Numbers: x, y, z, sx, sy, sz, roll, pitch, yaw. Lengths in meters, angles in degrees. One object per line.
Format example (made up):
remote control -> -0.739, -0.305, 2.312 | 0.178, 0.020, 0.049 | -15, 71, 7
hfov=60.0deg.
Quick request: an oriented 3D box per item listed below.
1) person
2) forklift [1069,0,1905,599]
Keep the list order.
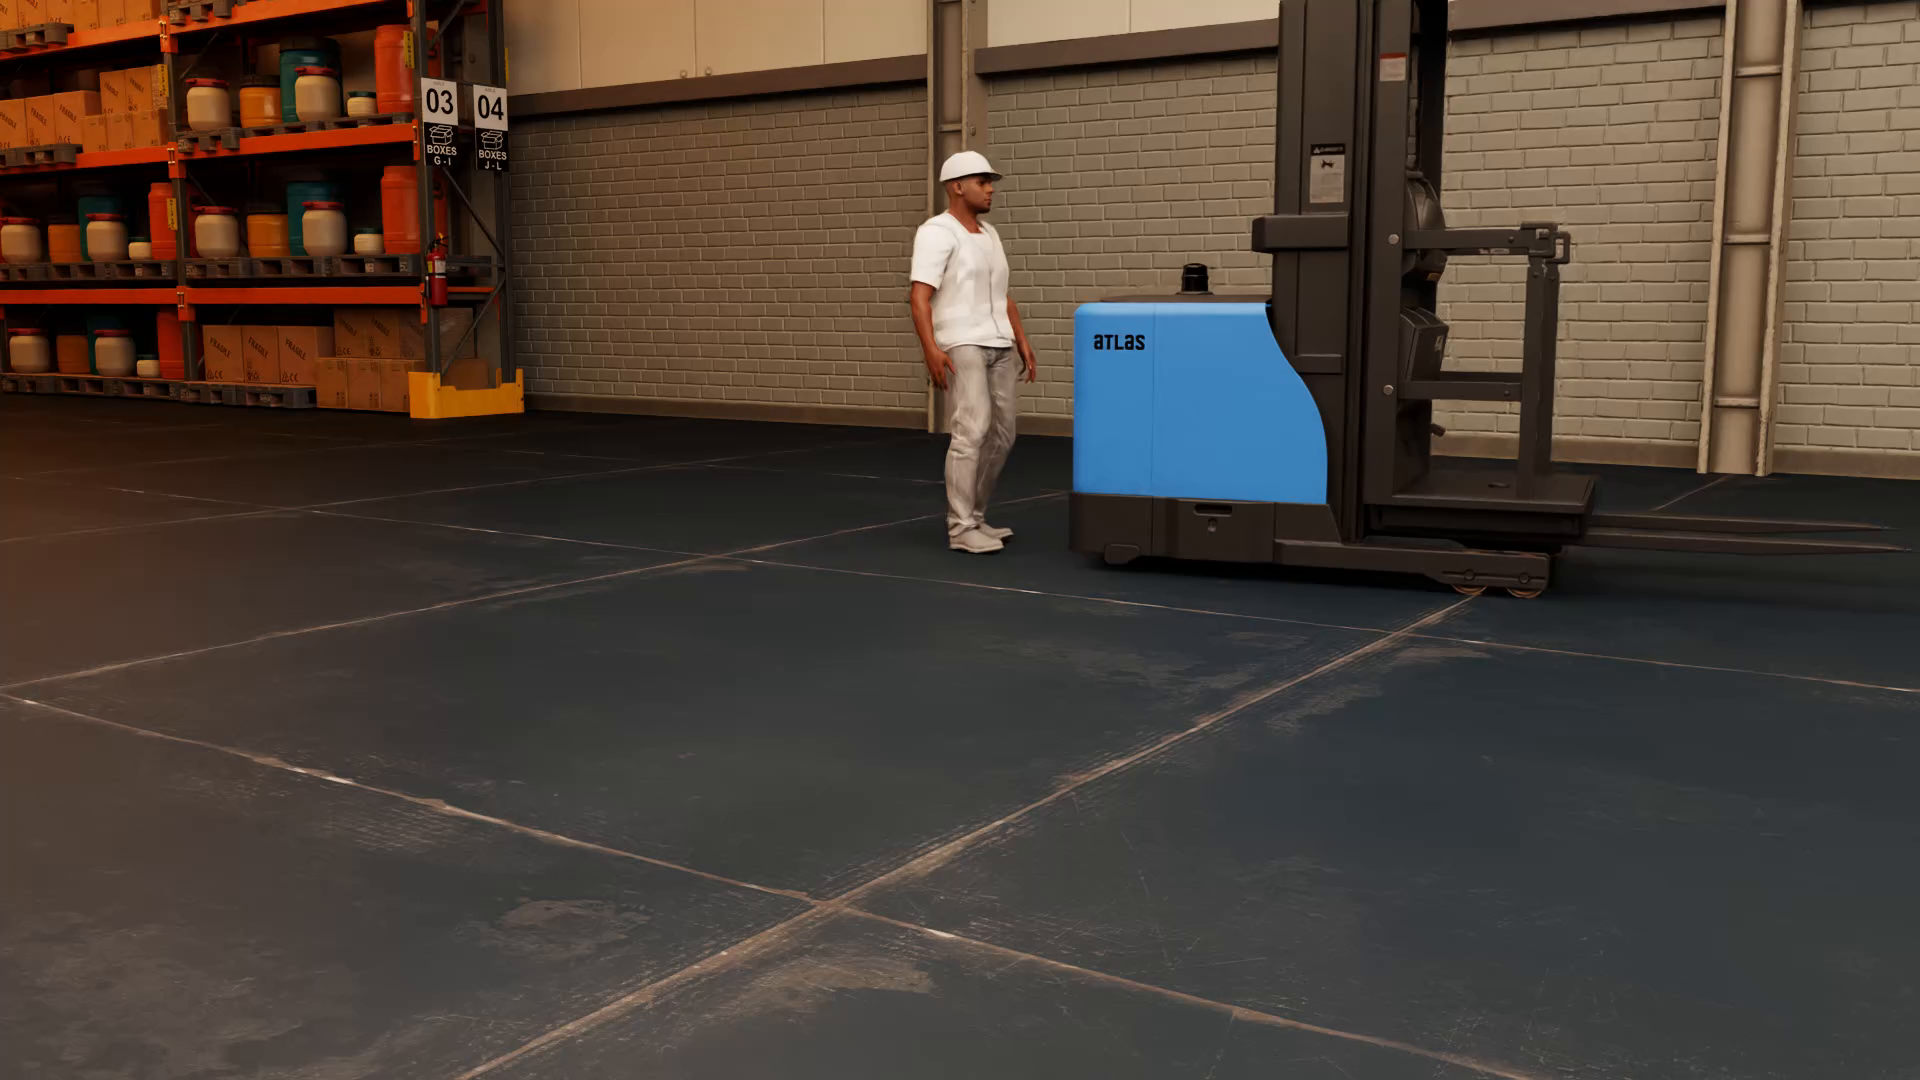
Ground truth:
person -> 0.055, -0.884, 7.453 | 0.422, 1.683, 0.708 | 6, 10, 37
forklift -> 2.013, -1.321, 6.483 | 3.031, 2.935, 1.130 | 3, 9, 22
